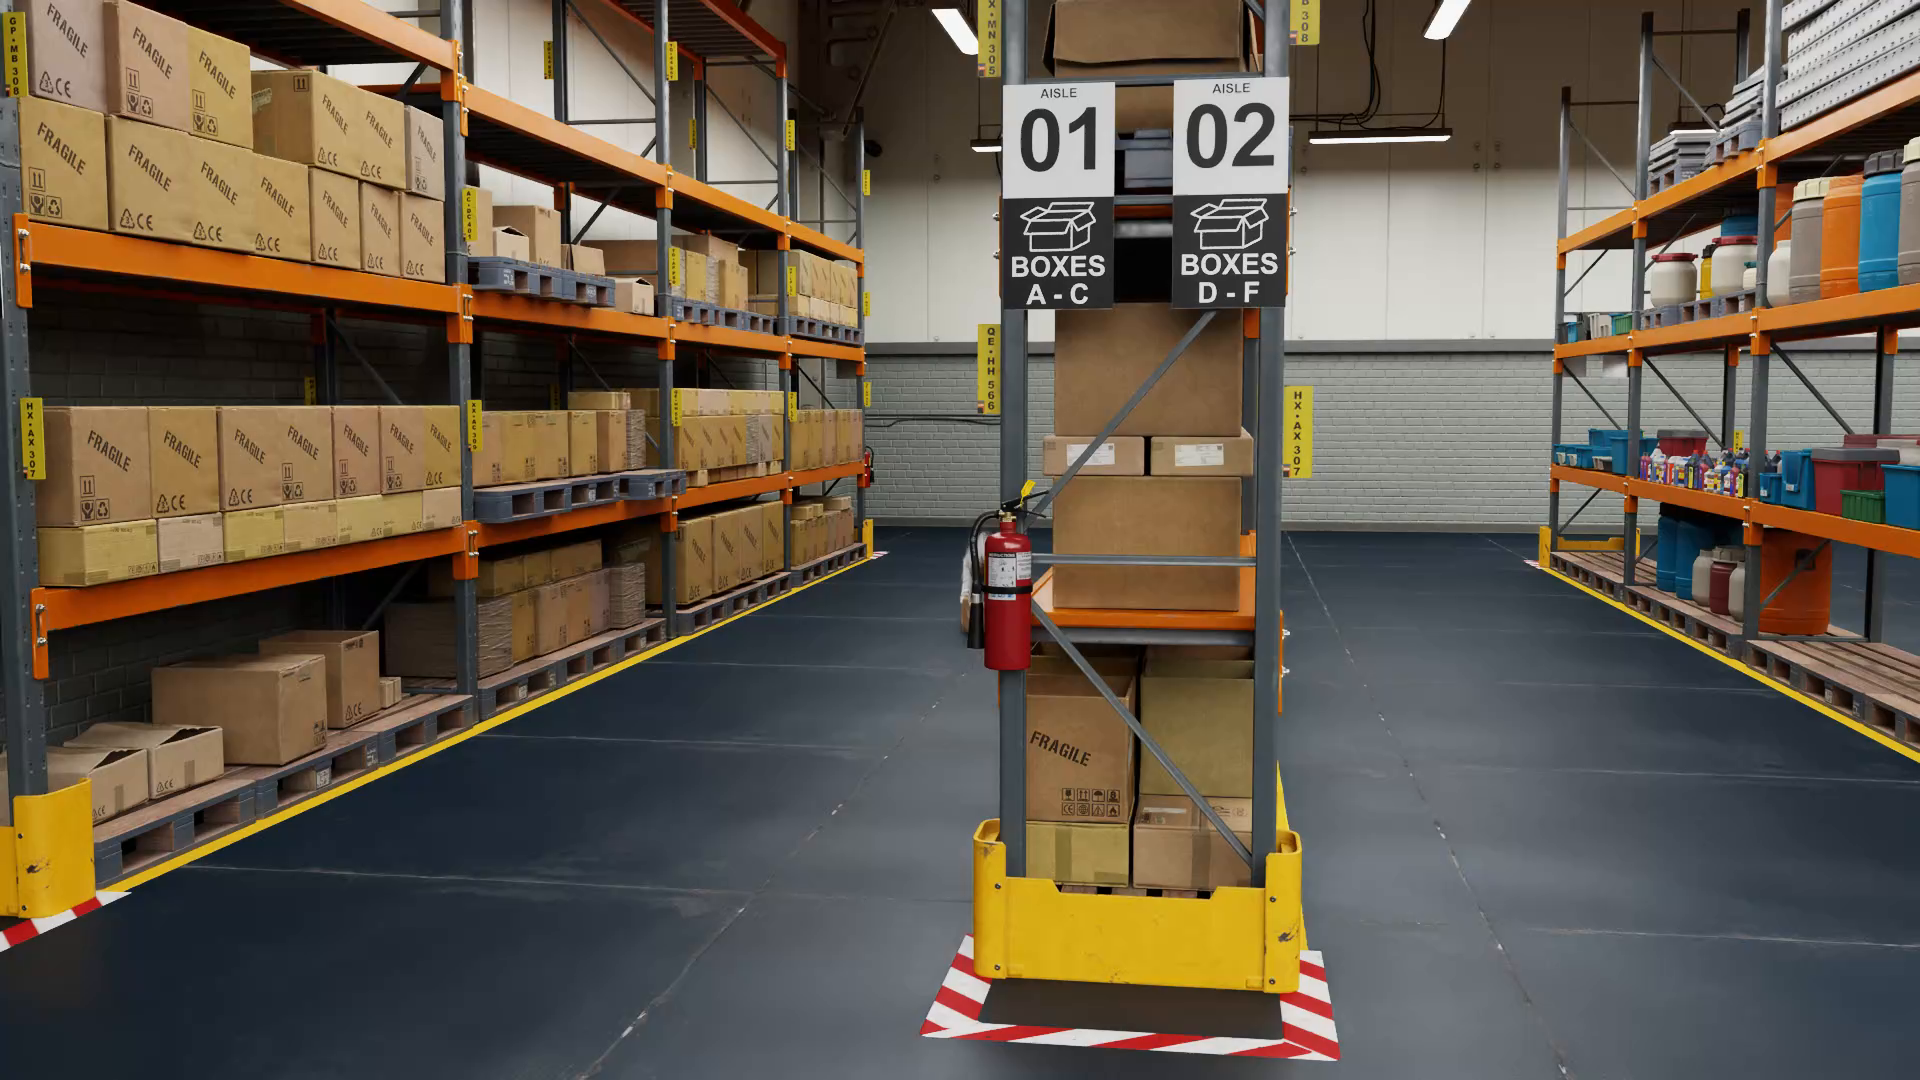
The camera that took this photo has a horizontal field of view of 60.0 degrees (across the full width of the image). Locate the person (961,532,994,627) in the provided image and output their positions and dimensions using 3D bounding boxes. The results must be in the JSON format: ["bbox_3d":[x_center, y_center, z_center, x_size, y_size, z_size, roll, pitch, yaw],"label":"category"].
[{"bbox_3d":[0.222,0.373,15.498,0.425,0.873,0.853,0,5,6],"label":"person"}]
